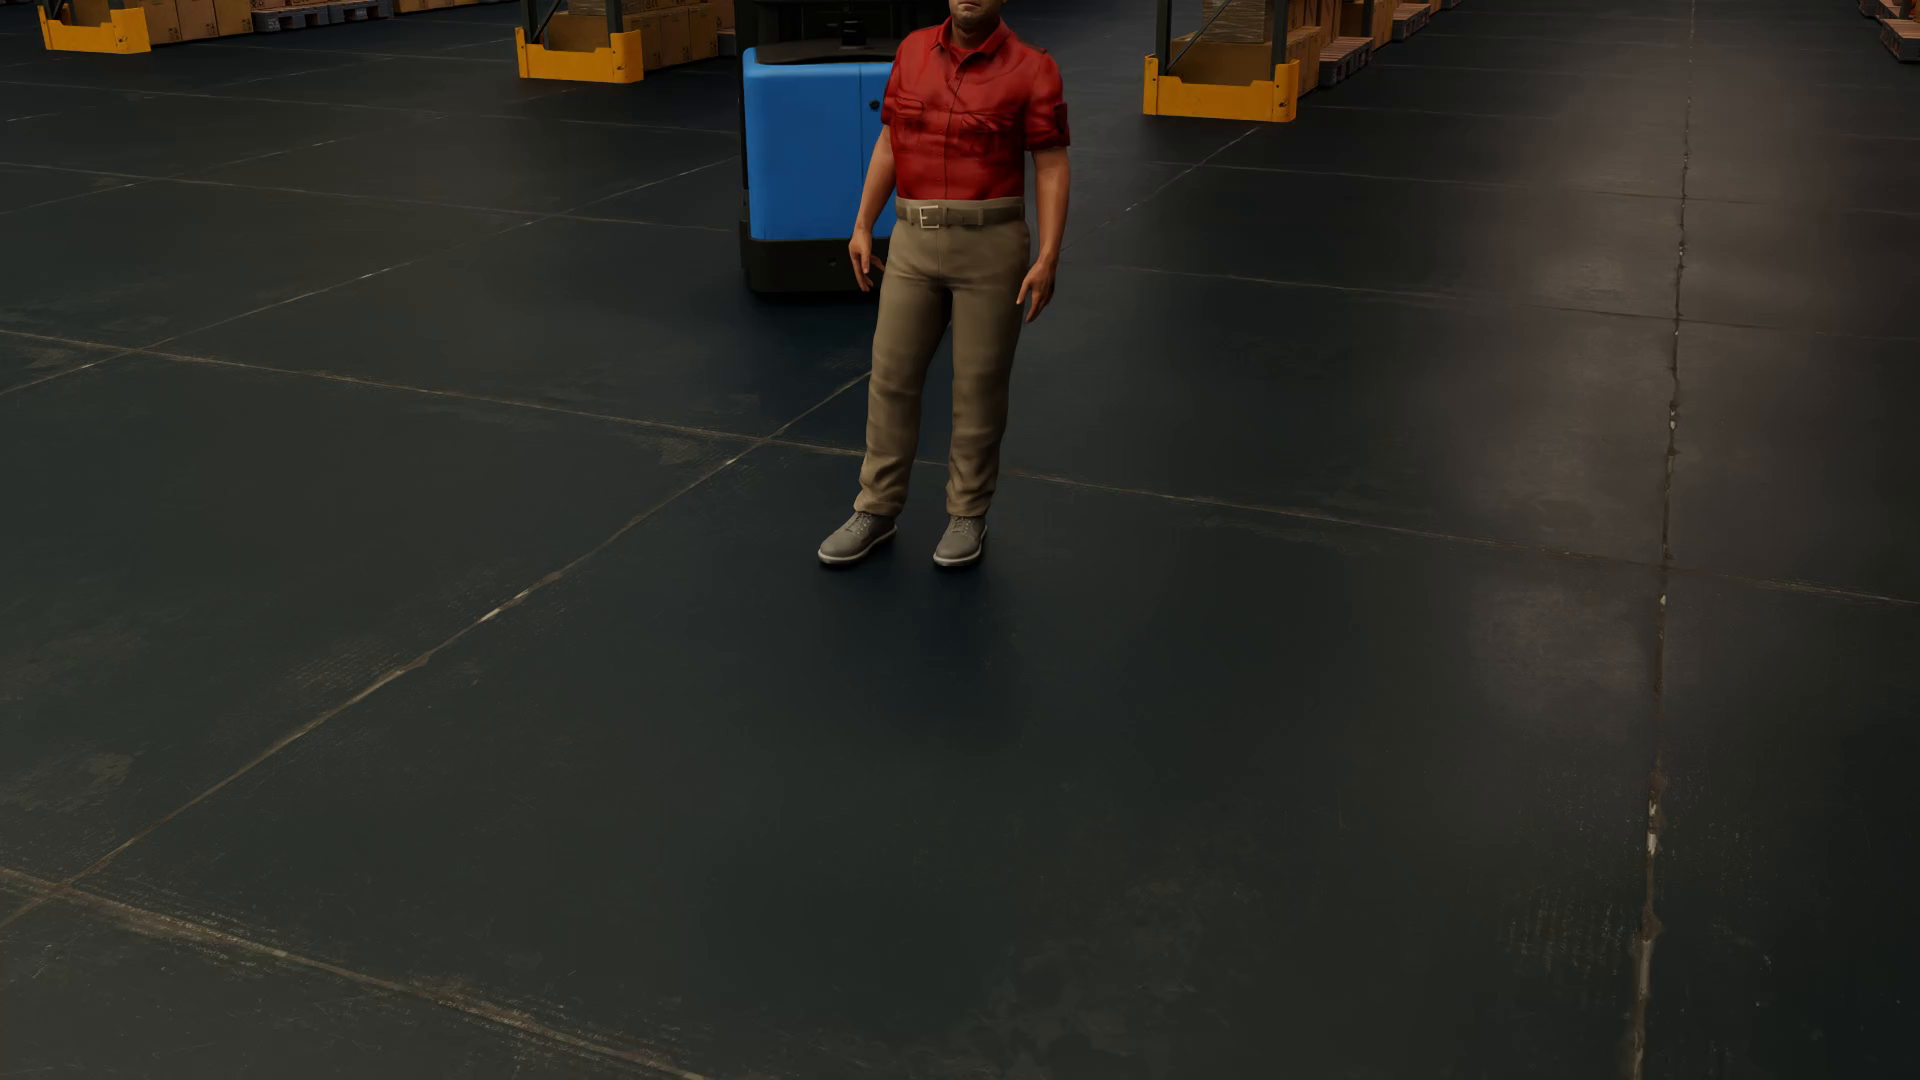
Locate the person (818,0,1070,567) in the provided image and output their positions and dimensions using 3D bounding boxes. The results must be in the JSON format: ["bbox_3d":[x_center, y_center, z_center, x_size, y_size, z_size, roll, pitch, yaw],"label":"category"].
[{"bbox_3d":[-0.045,-0.775,4.684,0.641,1.728,0.550,9,24,21],"label":"person"}]

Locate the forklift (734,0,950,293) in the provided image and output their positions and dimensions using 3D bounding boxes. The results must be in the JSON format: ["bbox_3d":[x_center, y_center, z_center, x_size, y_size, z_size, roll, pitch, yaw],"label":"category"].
[{"bbox_3d":[-0.624,-3.016,8.508,1.130,2.935,3.031,-3,23,-7],"label":"forklift"}]
